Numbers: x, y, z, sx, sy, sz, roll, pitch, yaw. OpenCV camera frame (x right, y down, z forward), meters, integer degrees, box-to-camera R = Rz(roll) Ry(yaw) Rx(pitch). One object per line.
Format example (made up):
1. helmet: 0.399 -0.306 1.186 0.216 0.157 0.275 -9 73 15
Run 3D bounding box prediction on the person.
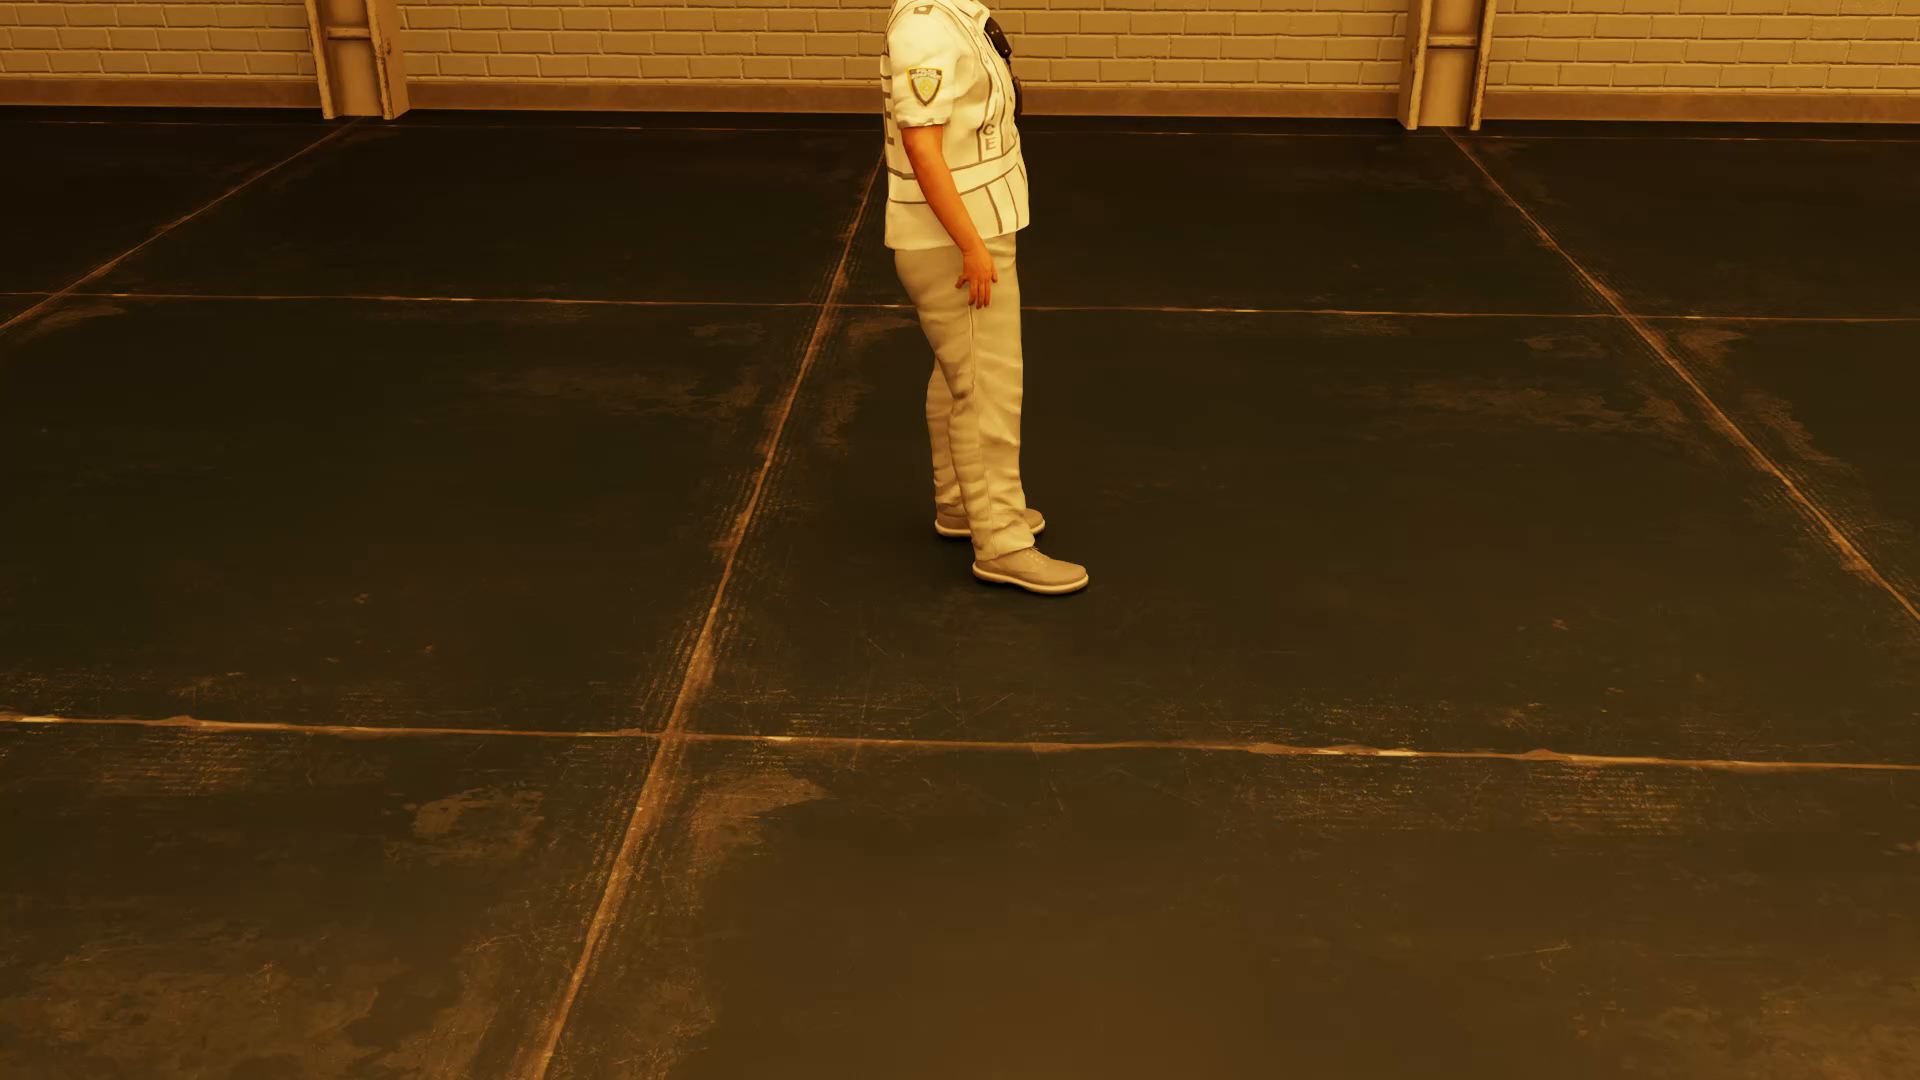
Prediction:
1. person: 0.075 -0.742 4.126 0.529 1.670 0.598 1 26 2
